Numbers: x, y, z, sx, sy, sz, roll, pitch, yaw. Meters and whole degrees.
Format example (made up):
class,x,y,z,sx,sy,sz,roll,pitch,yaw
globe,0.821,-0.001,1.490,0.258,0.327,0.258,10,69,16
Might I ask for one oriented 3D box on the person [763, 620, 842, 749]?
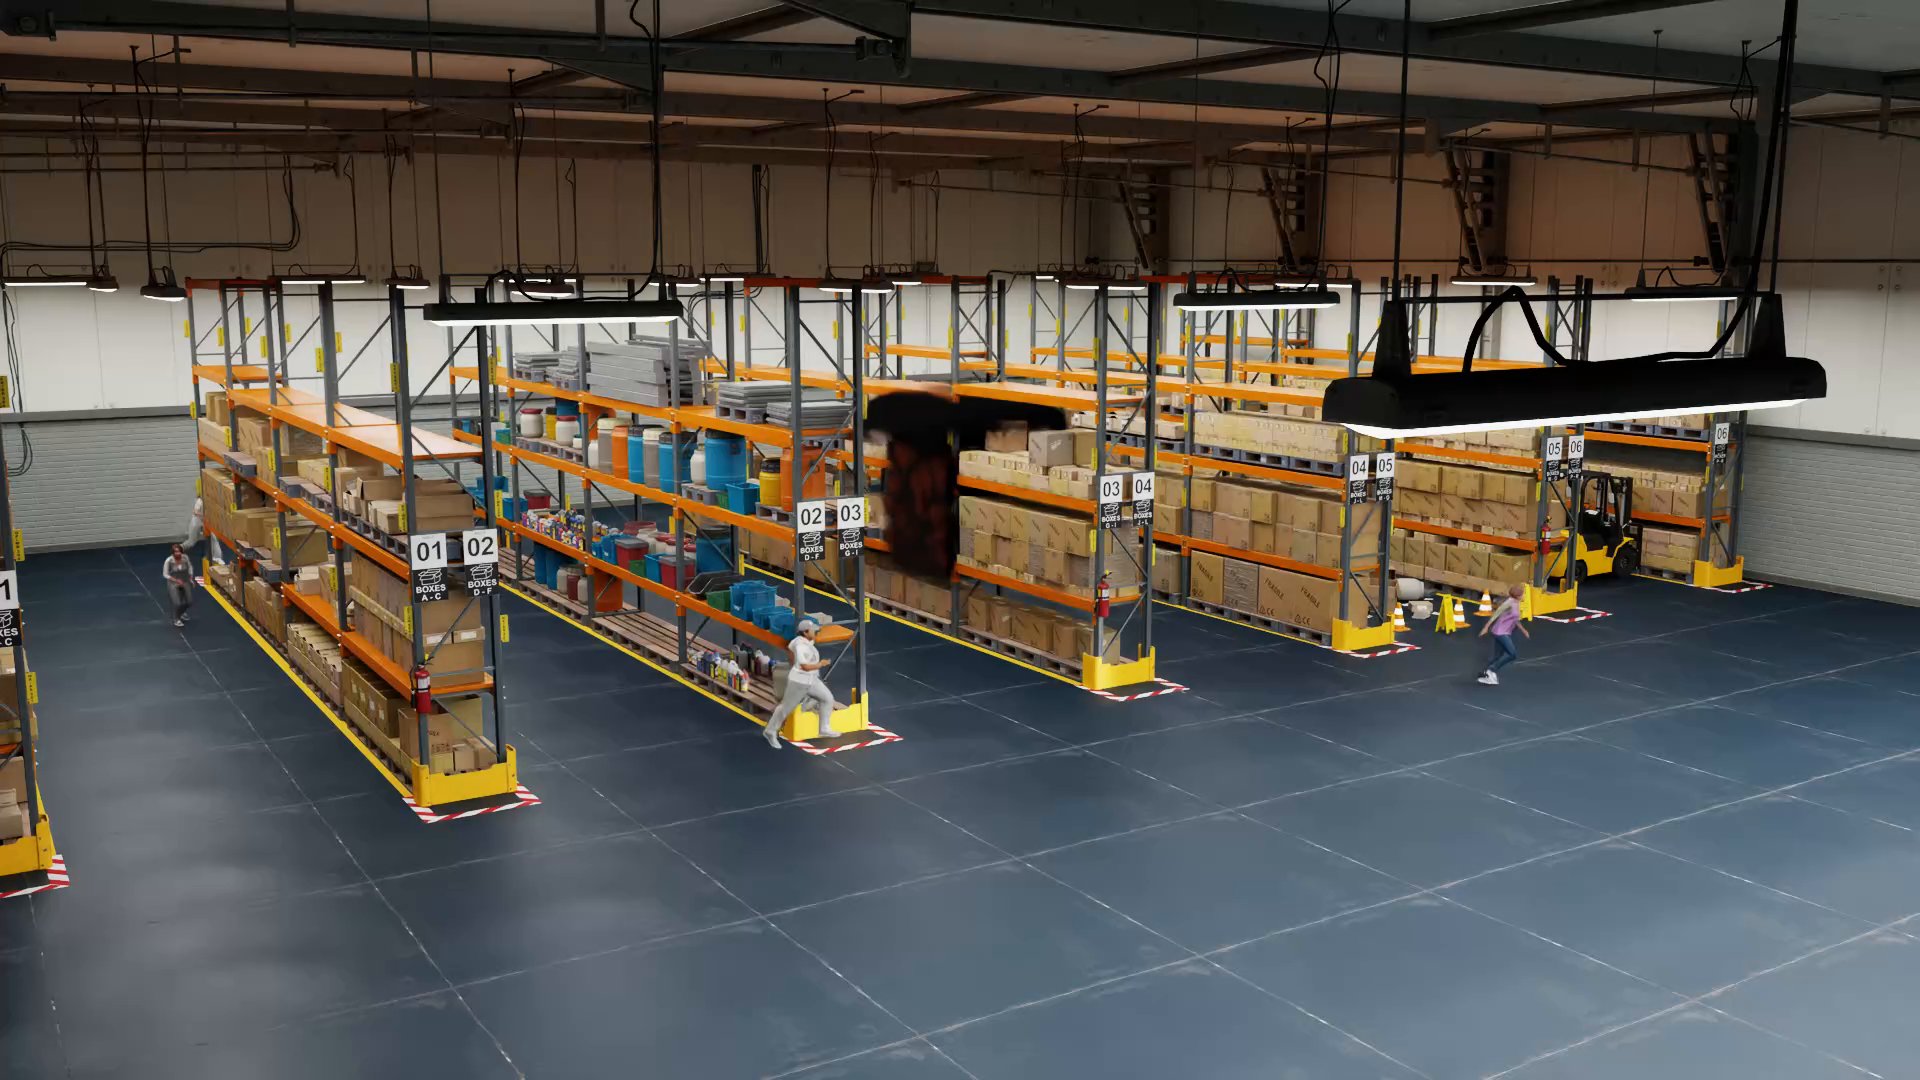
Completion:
class,x,y,z,sx,sy,sz,roll,pitch,yaw
person,-2.020,1.830,21.106,0.982,1.671,0.593,1,10,6

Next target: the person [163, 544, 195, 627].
class,x,y,z,sx,sy,sz,roll,pitch,yaw
person,-13.583,0.784,28.902,0.523,1.491,0.708,-9,13,-42

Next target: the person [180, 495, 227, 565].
class,x,y,z,sx,sy,sz,roll,pitch,yaw
person,-15.929,-0.273,34.715,1.085,1.663,0.574,0,10,-1

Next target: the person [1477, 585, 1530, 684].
class,x,y,z,sx,sy,sz,roll,pitch,yaw
person,8.169,1.417,24.949,0.692,1.531,0.508,5,11,29
